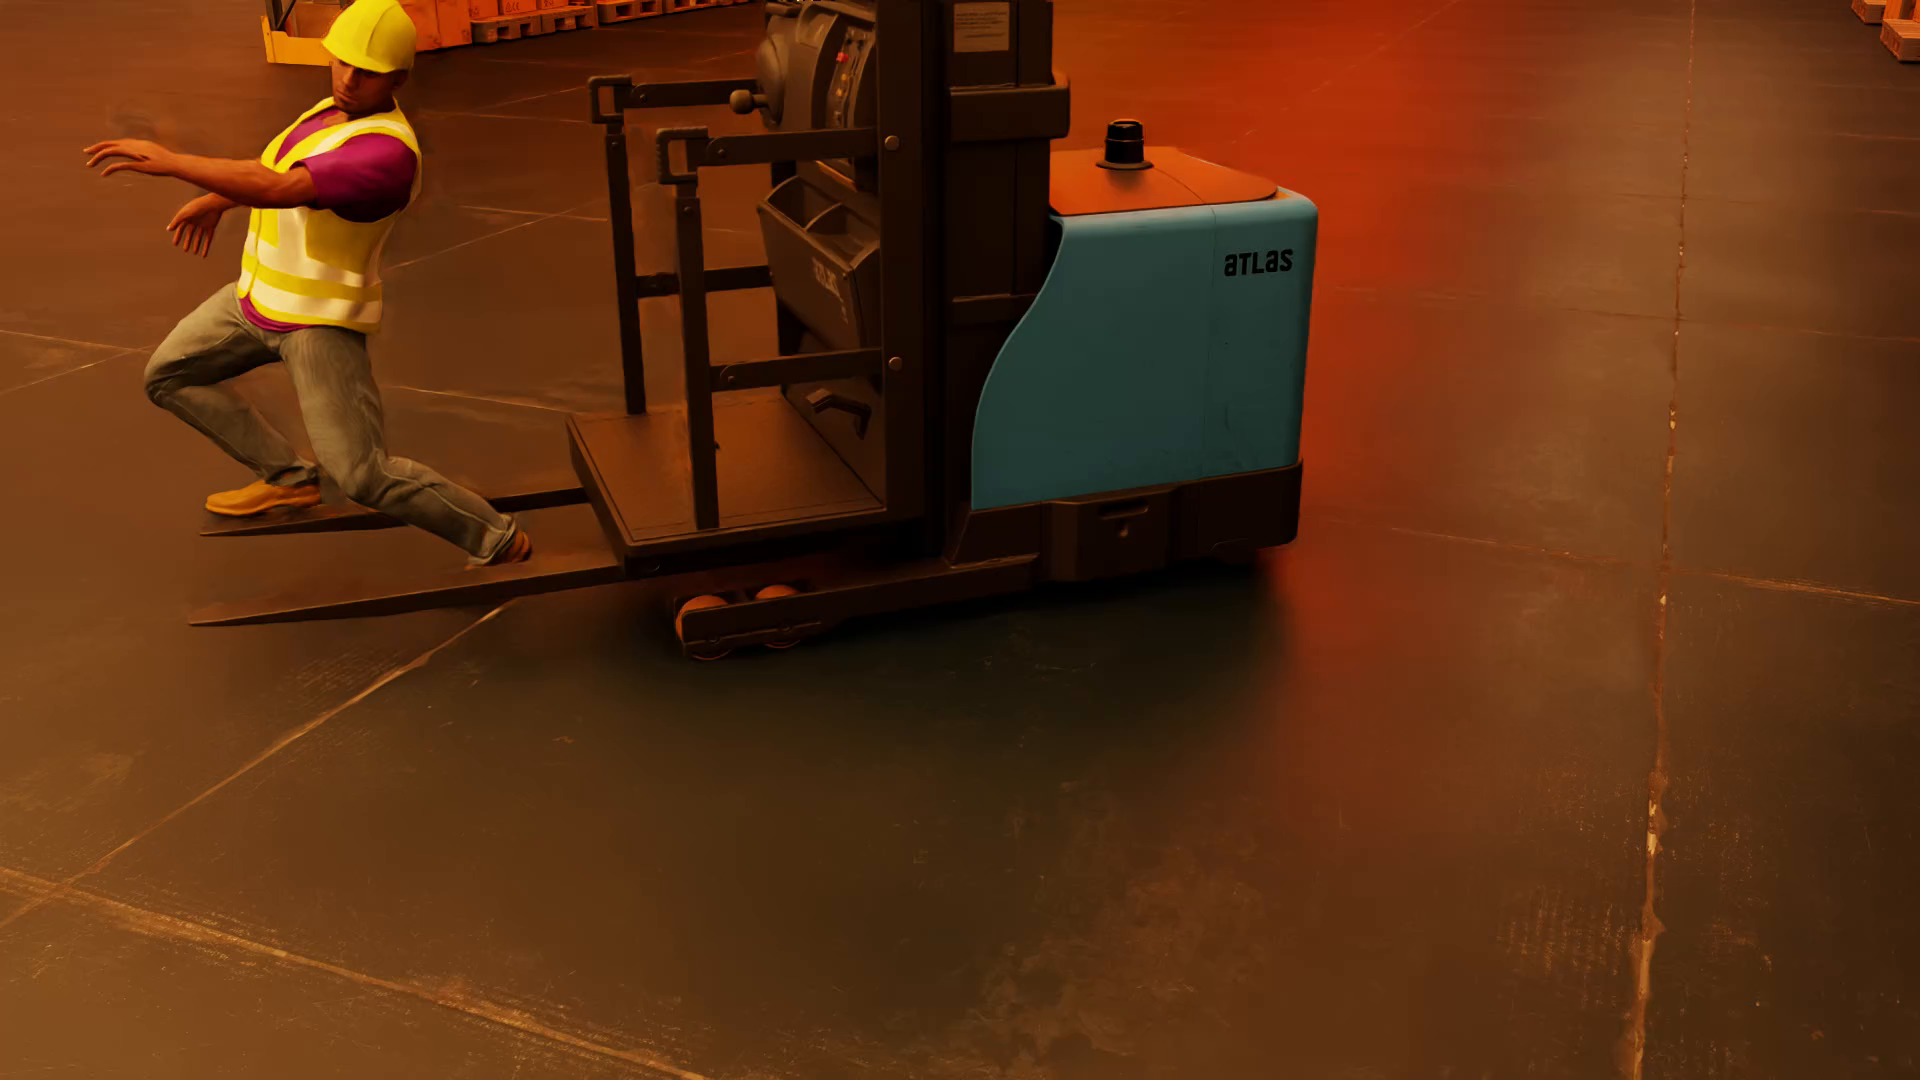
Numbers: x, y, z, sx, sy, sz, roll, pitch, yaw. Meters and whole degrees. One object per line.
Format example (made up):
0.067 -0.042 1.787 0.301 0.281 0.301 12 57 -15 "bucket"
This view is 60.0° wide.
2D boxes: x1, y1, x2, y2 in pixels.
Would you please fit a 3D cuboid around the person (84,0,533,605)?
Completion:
-1.855 -0.617 4.461 0.901 1.605 1.016 -21 30 -40 "person"

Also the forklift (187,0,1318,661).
-0.570 -1.268 4.325 3.031 2.935 1.130 -8 24 -19 "forklift"
